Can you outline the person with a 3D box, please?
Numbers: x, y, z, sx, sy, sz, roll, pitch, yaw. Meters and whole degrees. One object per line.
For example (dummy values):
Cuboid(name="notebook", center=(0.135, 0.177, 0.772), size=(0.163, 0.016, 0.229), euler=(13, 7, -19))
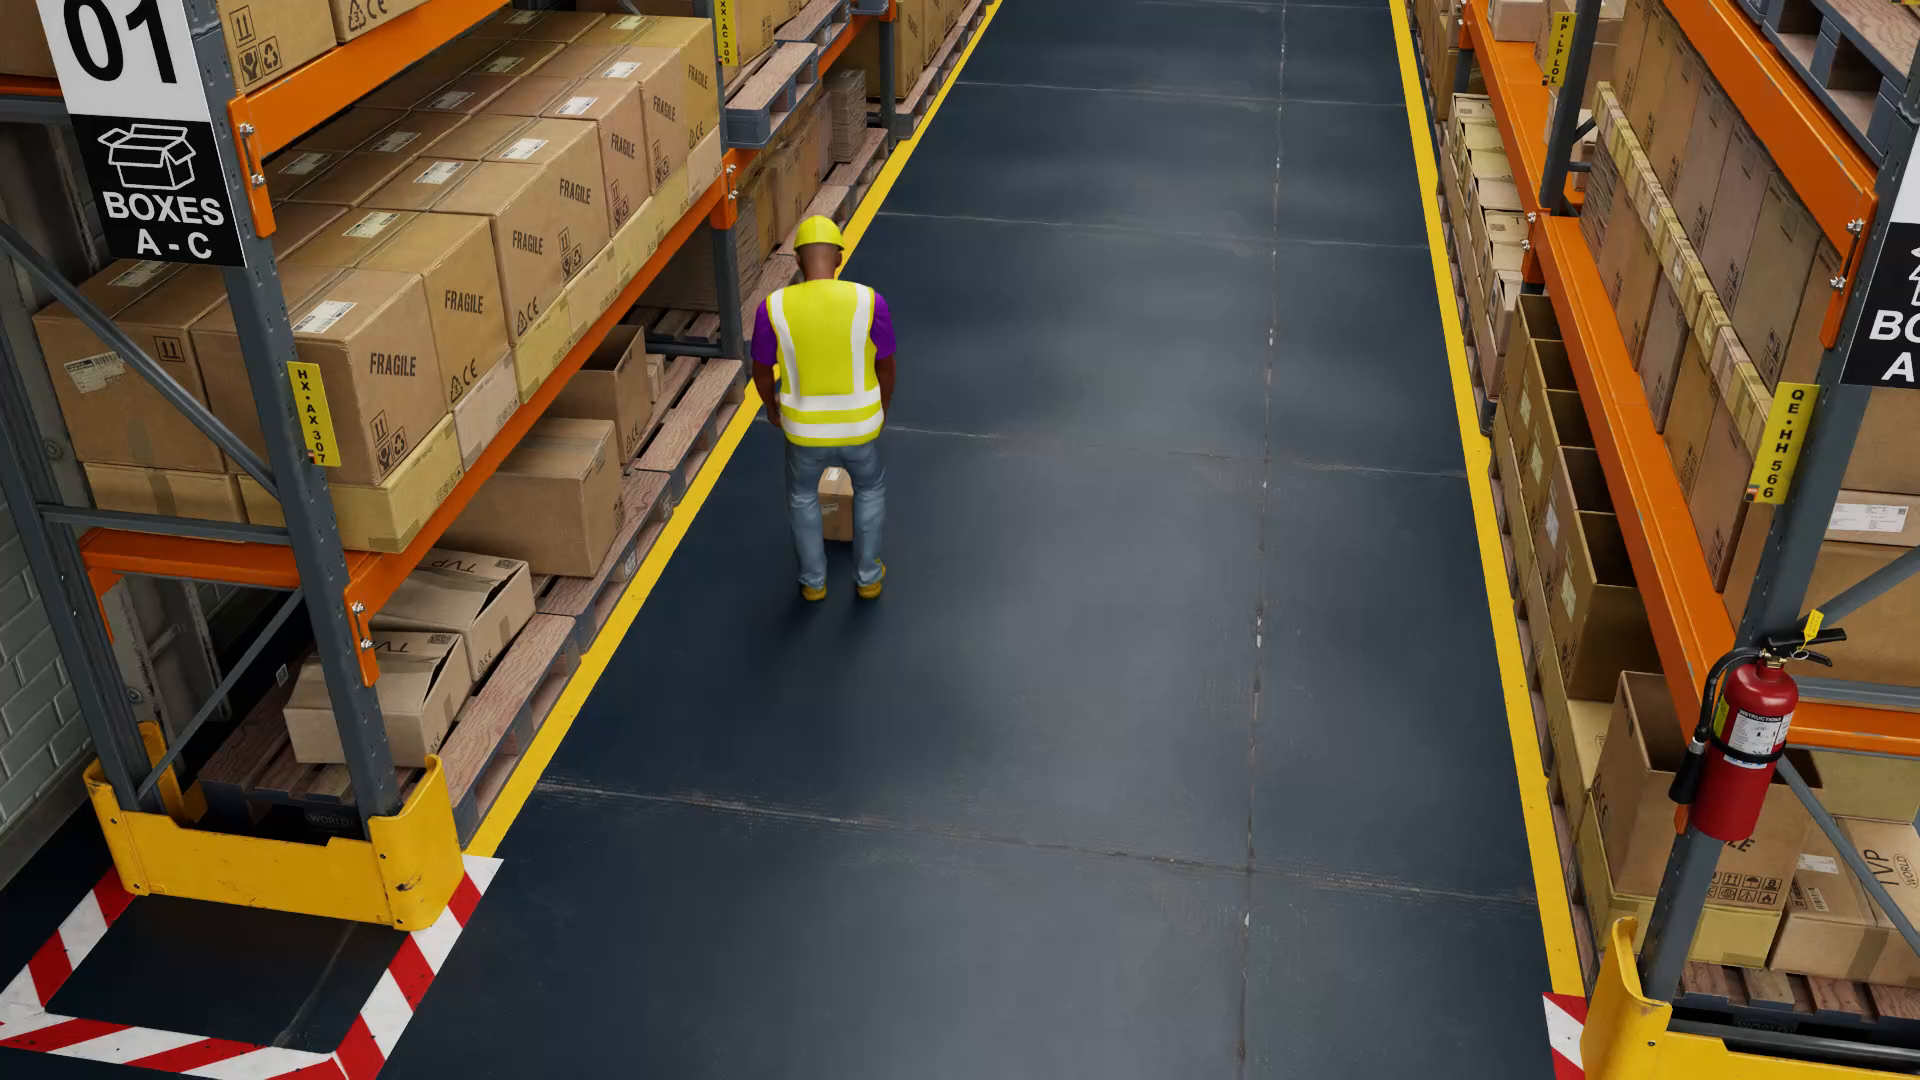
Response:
Cuboid(name="person", center=(-0.565, -0.522, 7.029), size=(0.602, 1.679, 0.511), euler=(-1, 32, -1))
